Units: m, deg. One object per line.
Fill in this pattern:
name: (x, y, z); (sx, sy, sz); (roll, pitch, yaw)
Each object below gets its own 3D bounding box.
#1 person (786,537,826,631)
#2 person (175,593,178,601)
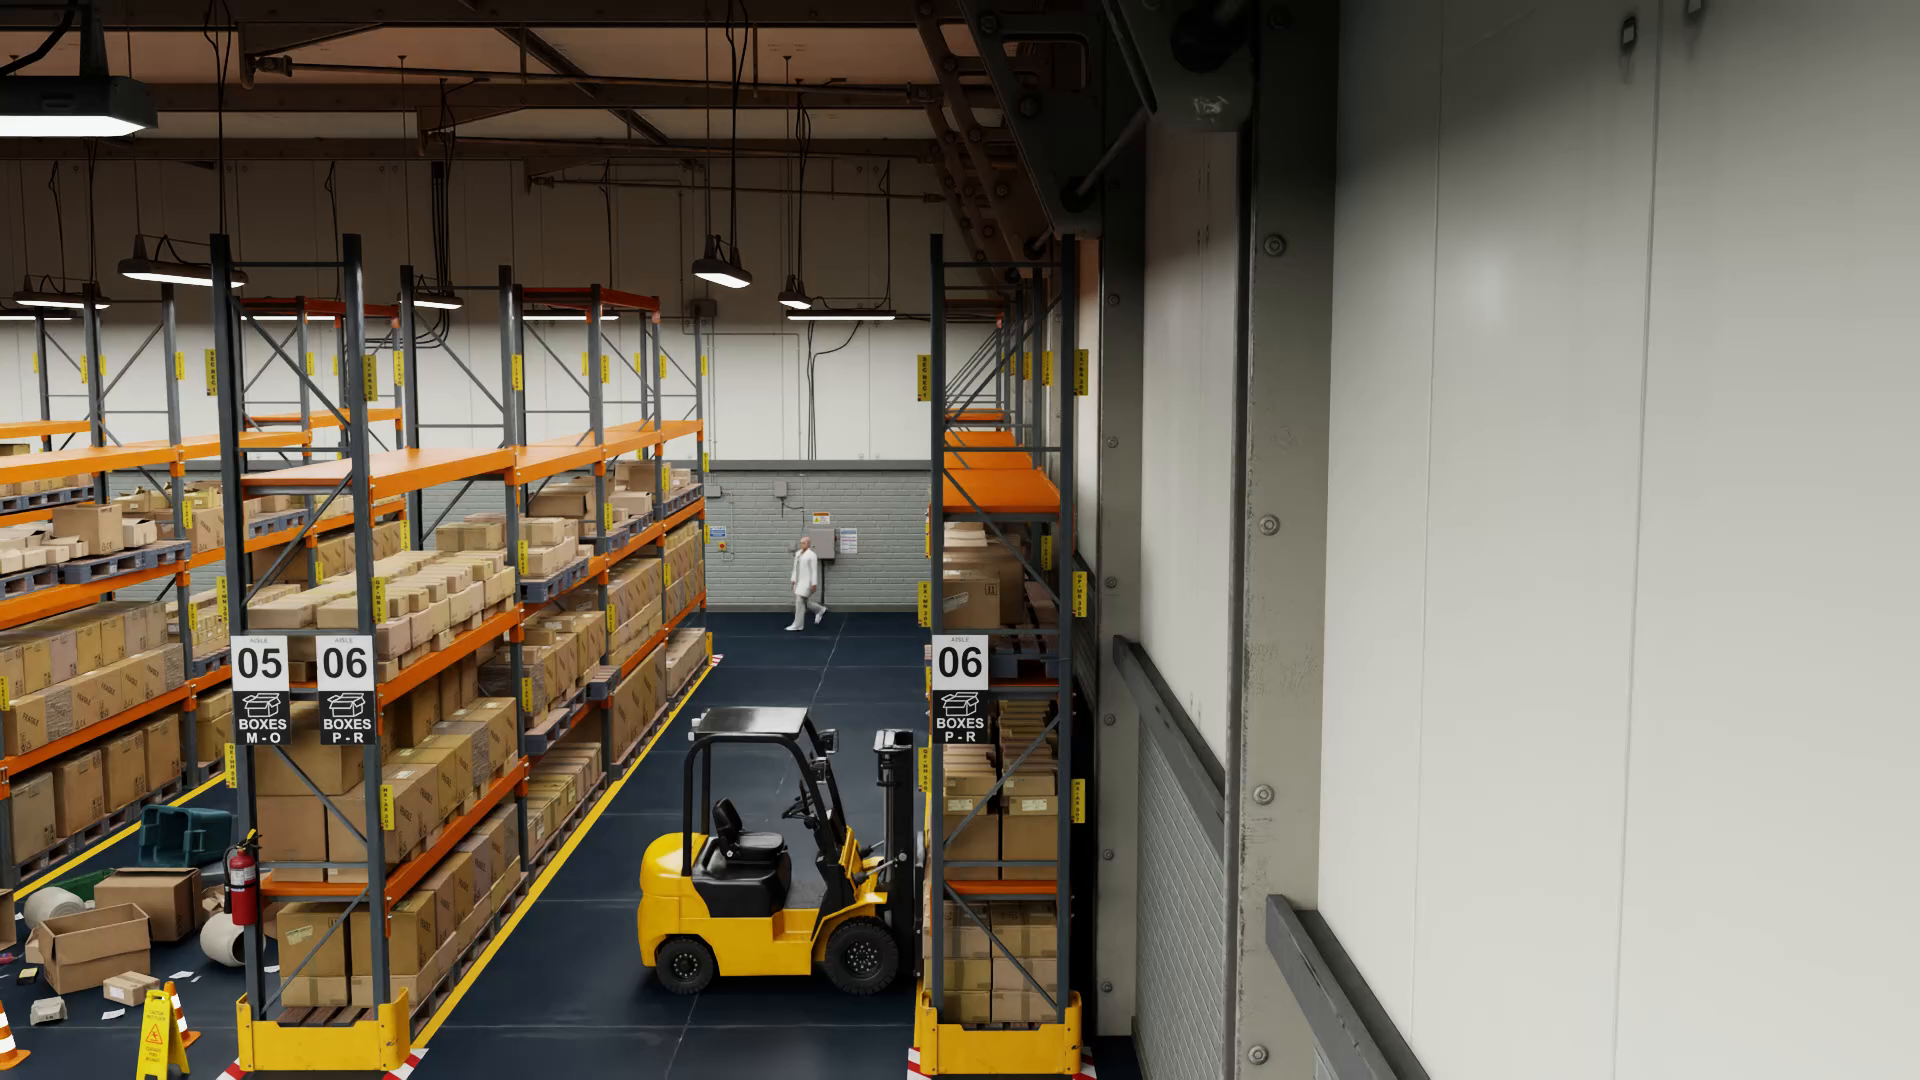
person: (-2.910, 0.794, 31.472); (0.902, 1.728, 0.574); (-4, 7, -32)
person: (-11.834, 1.551, 25.403); (0.542, 1.594, 1.021); (0, 6, -3)
